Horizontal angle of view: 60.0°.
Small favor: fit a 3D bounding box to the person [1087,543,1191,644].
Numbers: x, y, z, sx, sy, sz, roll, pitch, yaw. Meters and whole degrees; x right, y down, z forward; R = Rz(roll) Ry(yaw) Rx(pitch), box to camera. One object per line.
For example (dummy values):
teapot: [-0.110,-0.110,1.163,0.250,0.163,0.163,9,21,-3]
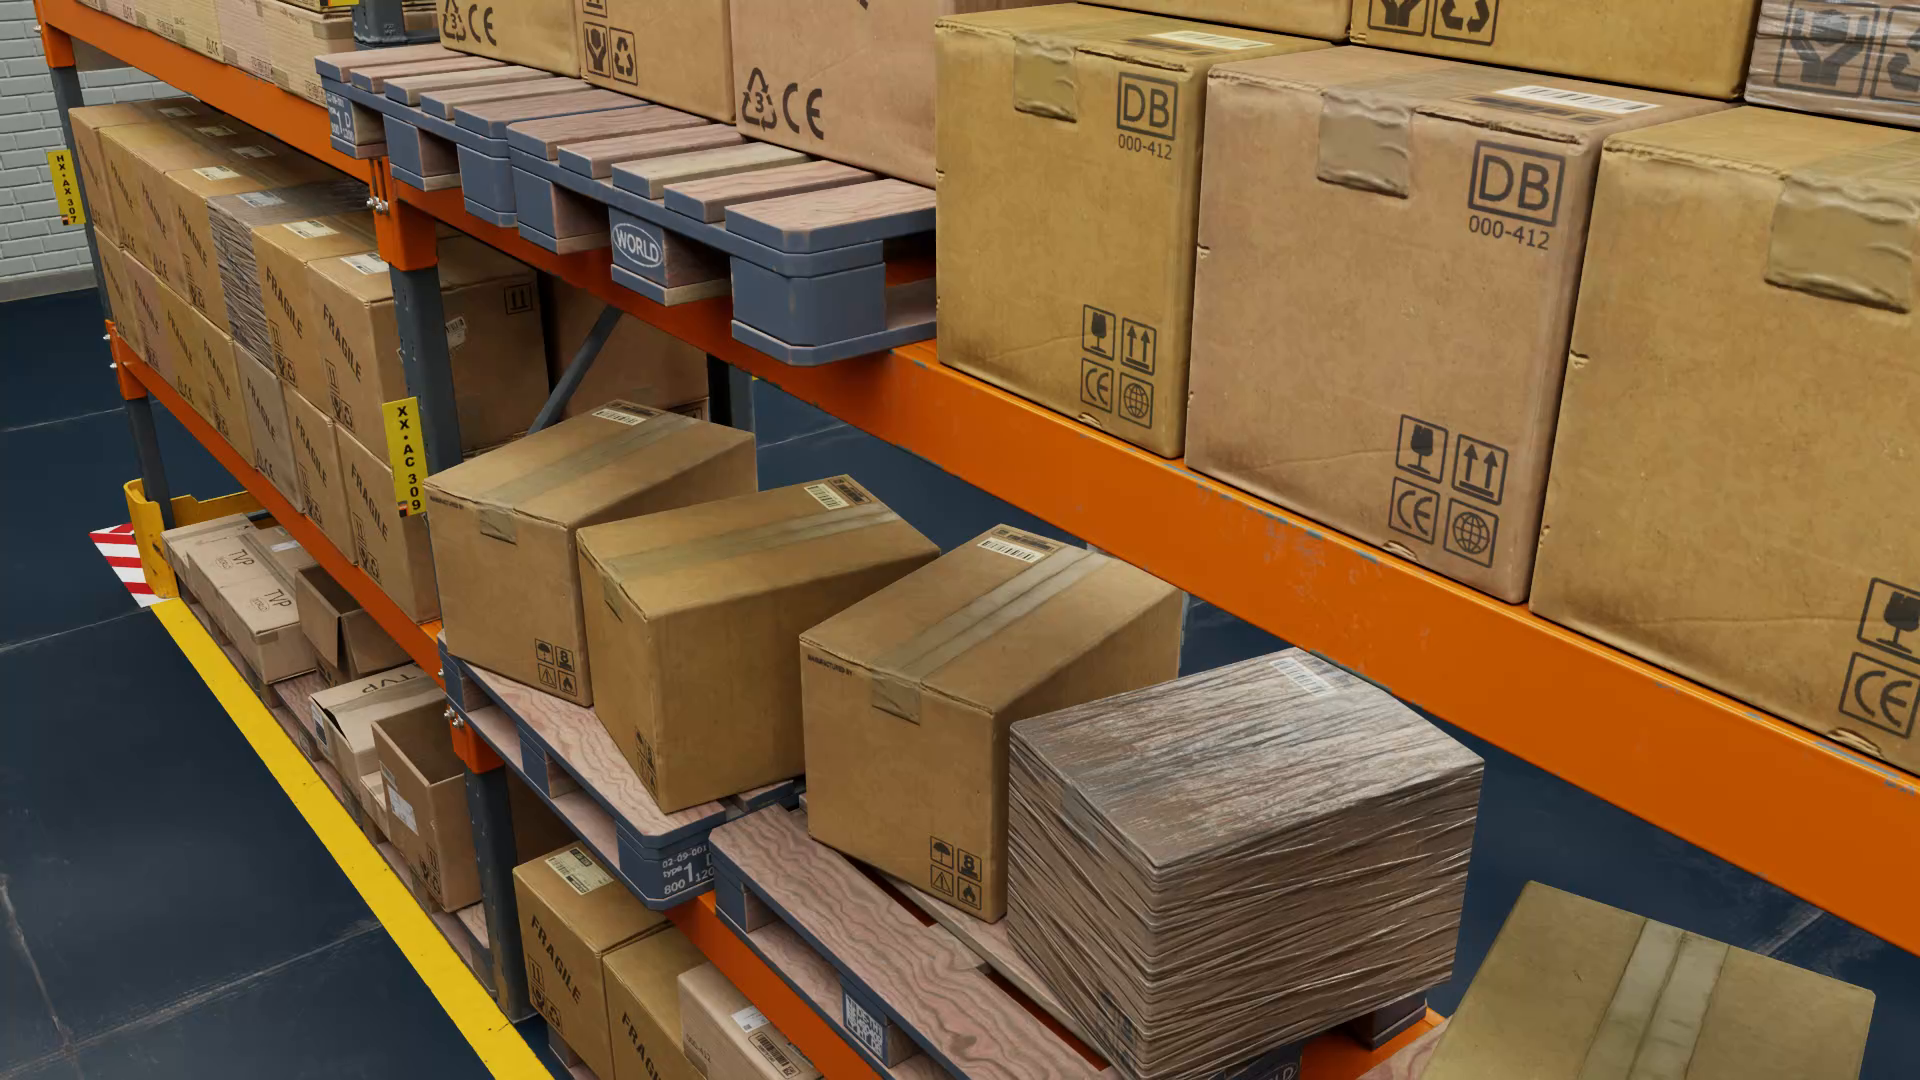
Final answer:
person: [0.720,0.099,6.393,0.467,1.664,0.388,-17,30,-33]
